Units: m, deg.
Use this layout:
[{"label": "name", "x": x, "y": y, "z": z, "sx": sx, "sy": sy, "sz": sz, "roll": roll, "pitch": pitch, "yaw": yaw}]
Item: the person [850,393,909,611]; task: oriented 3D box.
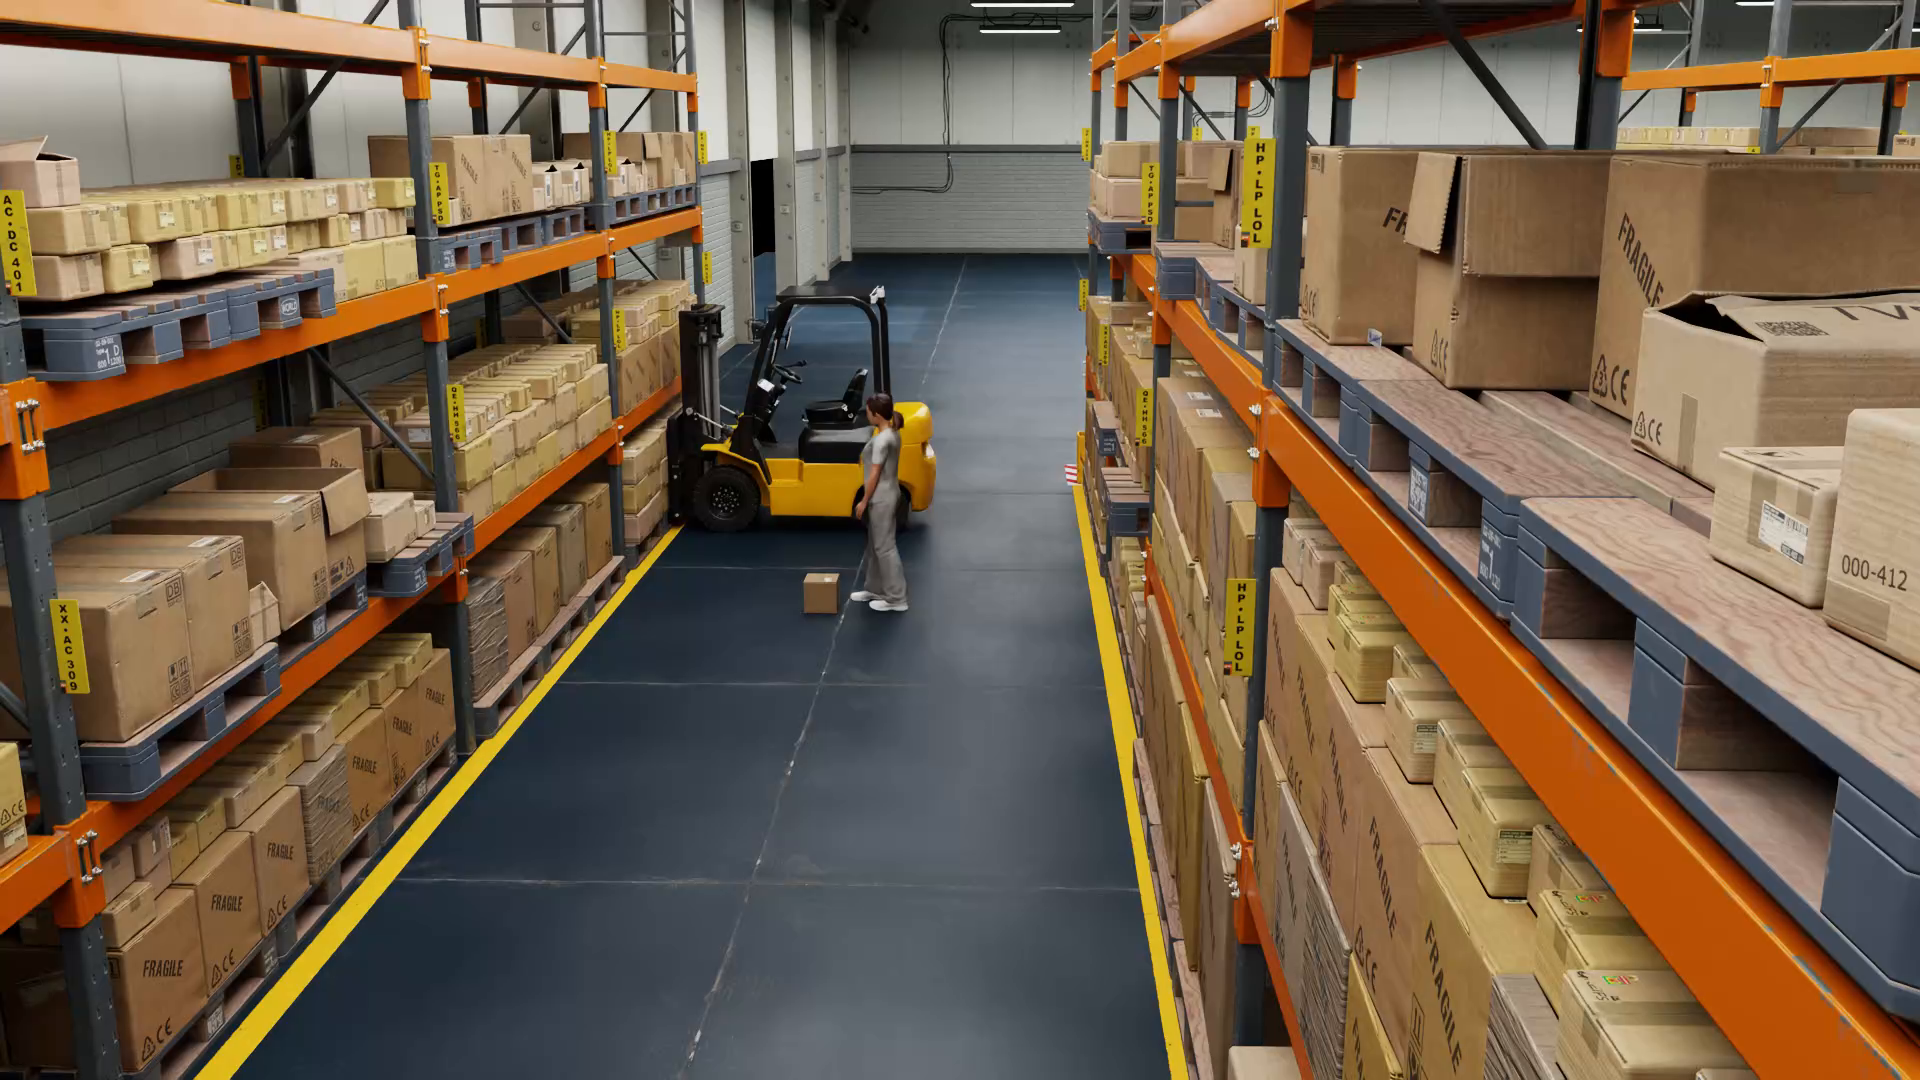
[{"label": "person", "x": -0.640, "y": -0.289, "z": 12.640, "sx": 0.532, "sy": 1.685, "sz": 0.476, "roll": 3, "pitch": 14, "yaw": 11}]
